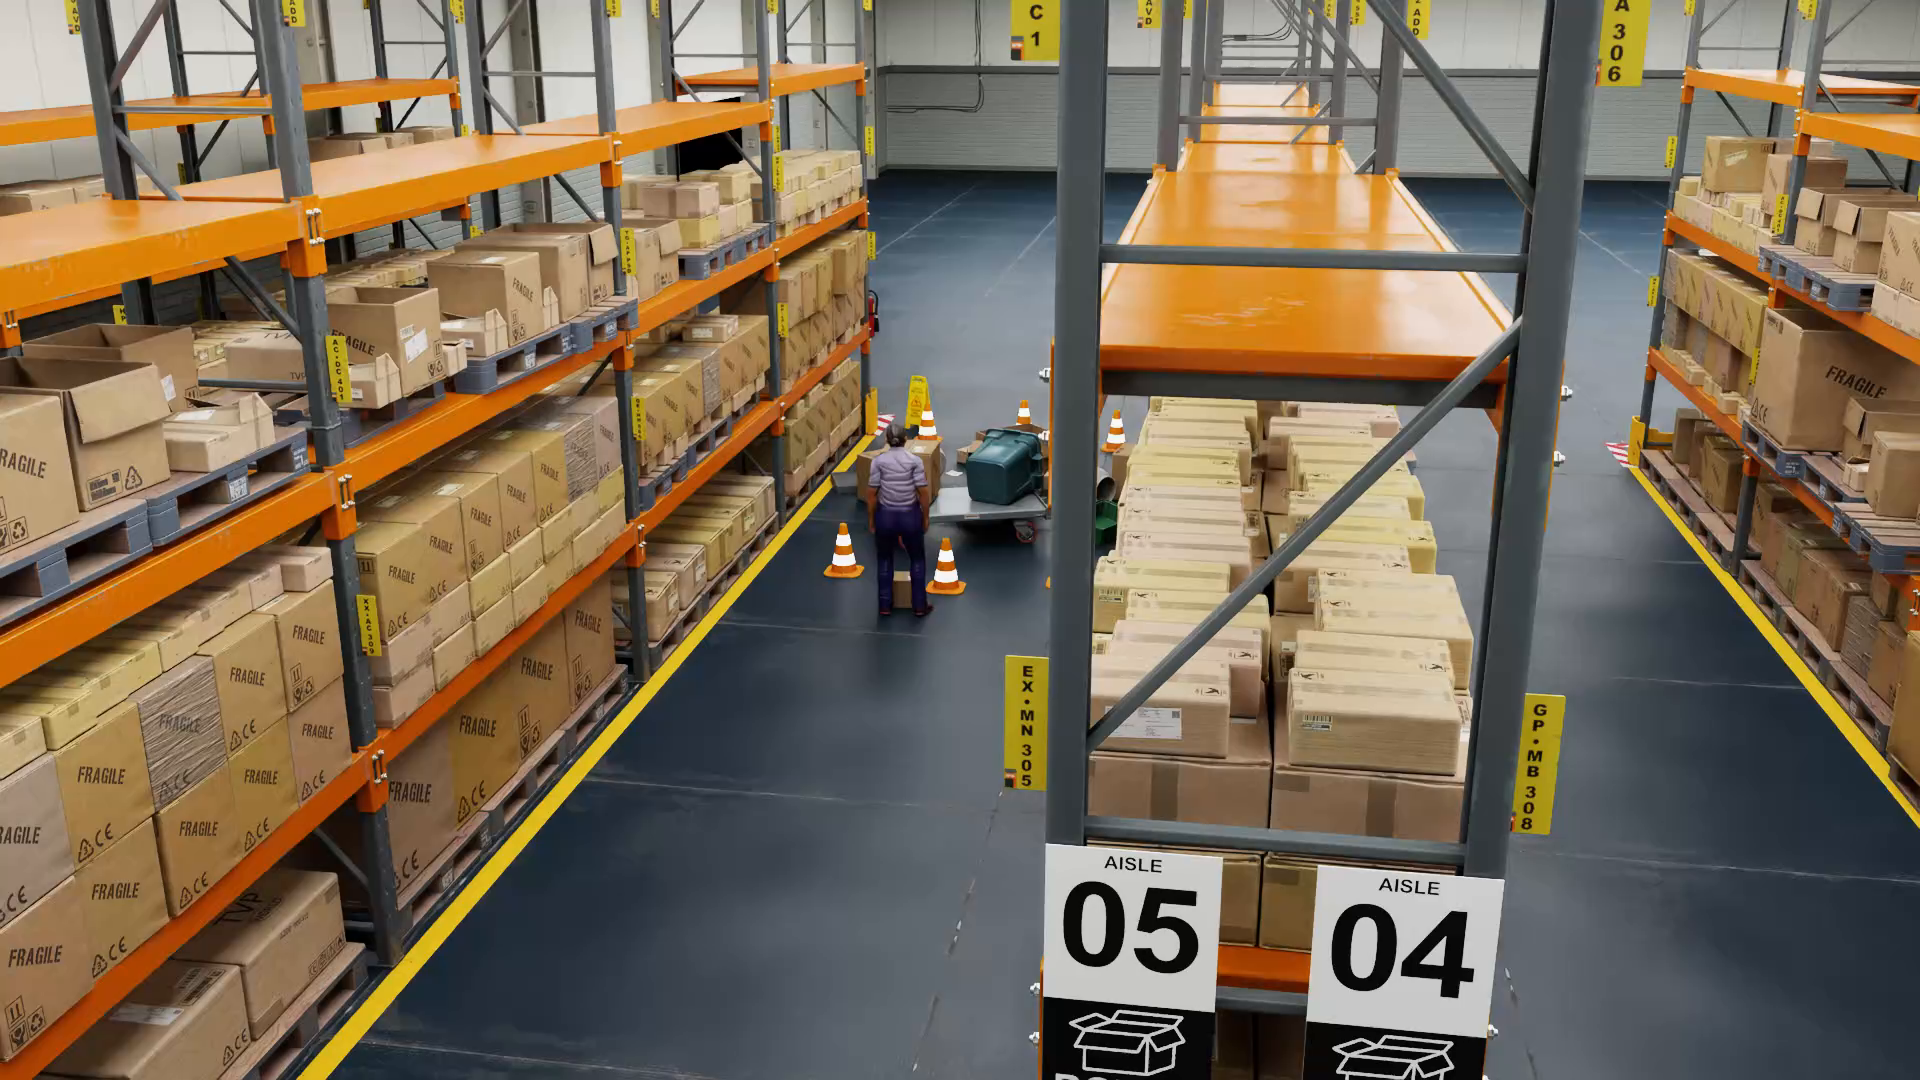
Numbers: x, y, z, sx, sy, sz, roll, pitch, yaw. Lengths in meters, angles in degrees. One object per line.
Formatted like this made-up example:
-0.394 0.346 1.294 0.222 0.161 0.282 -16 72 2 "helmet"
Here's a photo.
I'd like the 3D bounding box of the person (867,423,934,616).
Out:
-0.503 -0.168 14.020 0.547 1.650 0.341 1 18 3 "person"
